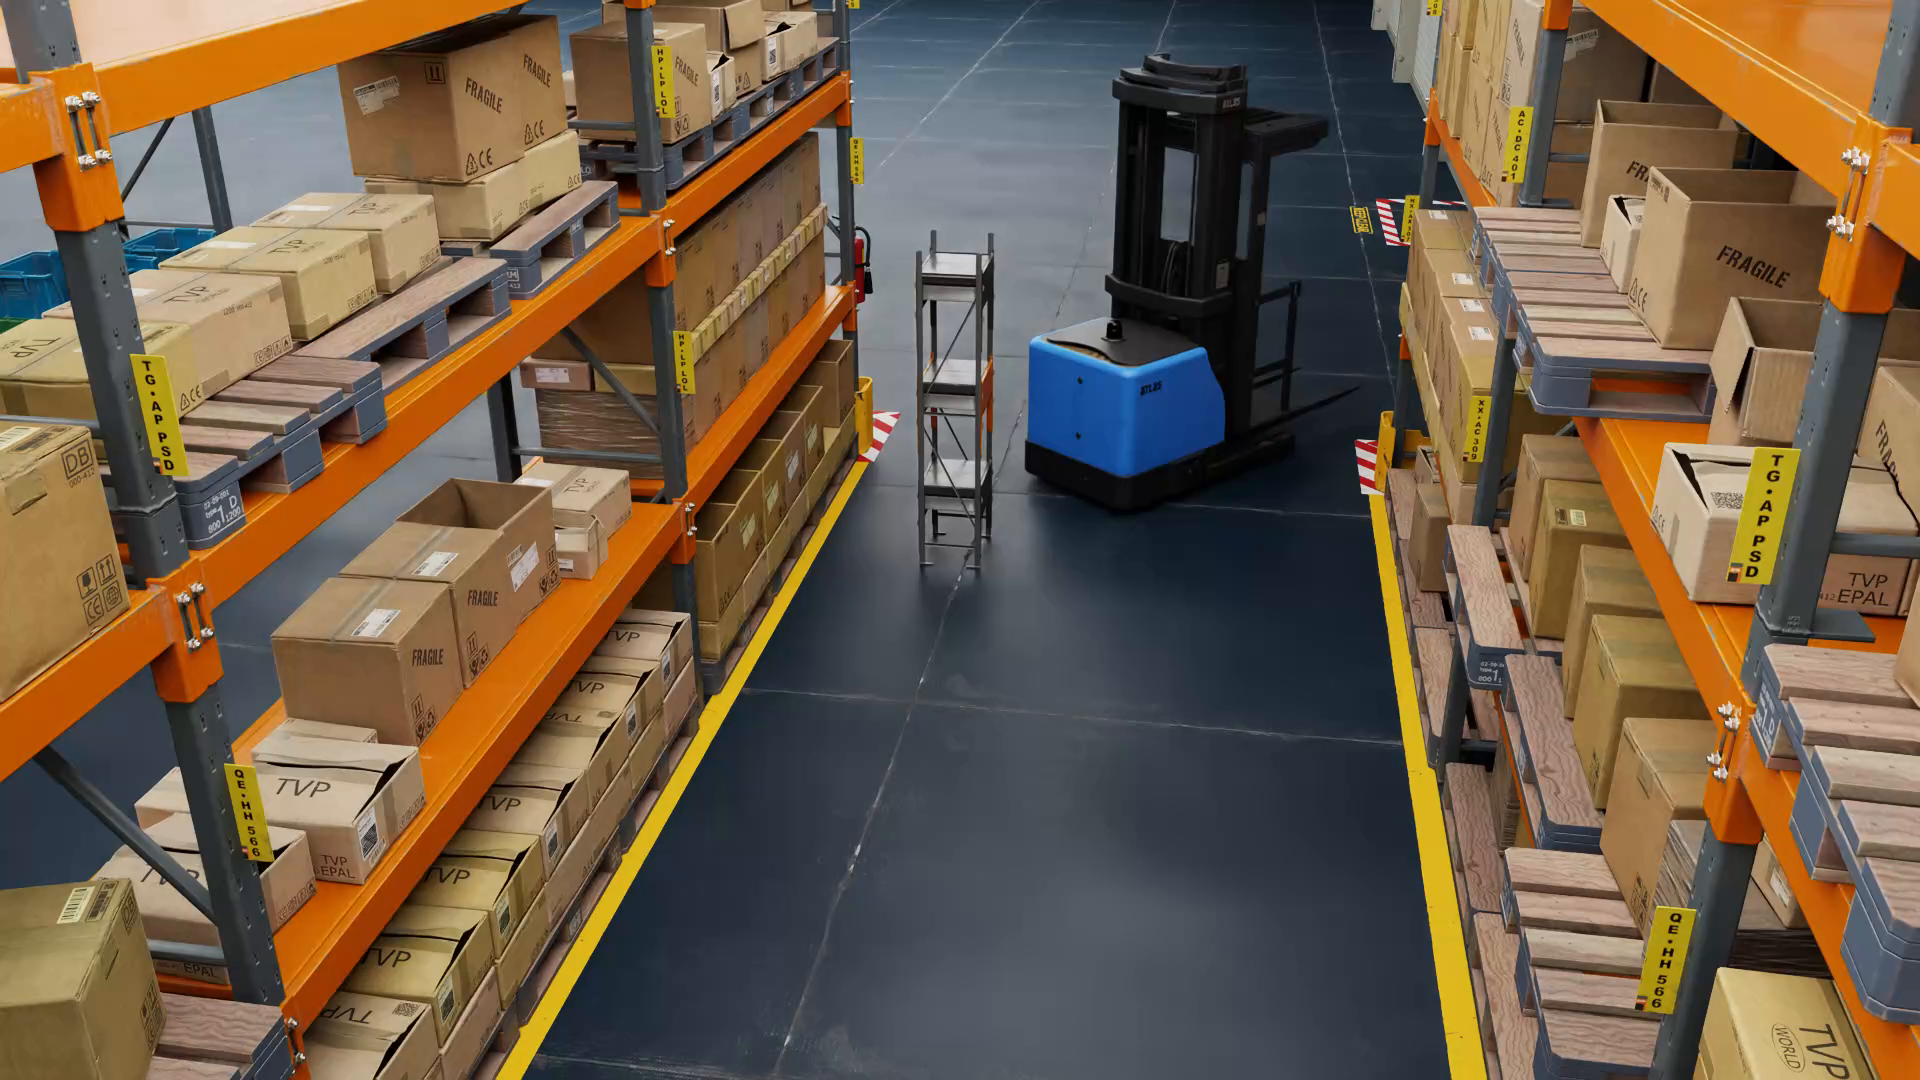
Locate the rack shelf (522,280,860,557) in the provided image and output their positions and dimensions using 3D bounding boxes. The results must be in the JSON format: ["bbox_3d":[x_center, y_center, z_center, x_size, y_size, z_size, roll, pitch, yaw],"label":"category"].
[{"bbox_3d":[-1.596,-0.945,10.579,1.077,0.370,4.000,4,25,9],"label":"rack shelf"}]

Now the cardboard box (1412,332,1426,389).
[{"bbox_3d":[3.066,-1.094,10.202,0.500,0.250,0.500,4,25,8],"label":"cardboard box"}]

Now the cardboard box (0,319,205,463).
[{"bbox_3d":[-2.558,-0.436,4.786,0.500,0.250,0.500,2,25,5],"label":"cardboard box"}]

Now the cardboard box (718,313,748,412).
[{"bbox_3d":[-1.691,-1.096,9.936,0.700,0.500,0.500,4,25,9],"label":"cardboard box"}]

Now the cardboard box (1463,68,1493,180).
[{"bbox_3d":[2.952,-2.179,8.687,0.500,0.500,0.500,3,25,6],"label":"cardboard box"}]

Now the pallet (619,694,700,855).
[{"bbox_3d":[-2.004,1.139,8.567,1.003,0.211,1.213,4,25,9],"label":"pallet"}]

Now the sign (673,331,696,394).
[{"bbox_3d":[-1.386,-0.889,8.339,0.100,0.325,0.005,4,25,9],"label":"sign"}]

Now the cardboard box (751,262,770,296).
[{"bbox_3d":[-1.395,-1.625,10.299,0.380,0.149,0.250,4,25,8],"label":"cardboard box"}]

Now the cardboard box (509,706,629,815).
[{"bbox_3d":[-1.869,0.983,7.699,0.500,0.311,0.500,4,25,8],"label":"cardboard box"}]

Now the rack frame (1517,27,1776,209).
[{"bbox_3d":[2.965,-2.810,6.638,1.000,3.000,0.127,4,25,9],"label":"rack frame"}]

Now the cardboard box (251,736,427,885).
[{"bbox_3d":[-2.239,0.918,5.855,0.500,0.311,0.500,4,25,8],"label":"cardboard box"}]

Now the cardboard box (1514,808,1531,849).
[{"bbox_3d":[2.826,1.369,7.217,0.700,0.500,0.500,4,25,7],"label":"cardboard box"}]

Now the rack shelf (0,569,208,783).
[{"bbox_3d":[-2.903,1.042,2.795,1.077,0.370,4.000,4,25,9],"label":"rack shelf"}]

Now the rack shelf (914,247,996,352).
[{"bbox_3d":[-0.027,-1.503,10.366,0.431,0.518,0.480,4,25,9],"label":"rack shelf"}]

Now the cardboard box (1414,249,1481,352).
[{"bbox_3d":[3.063,-1.446,10.070,0.500,0.500,0.500,3,25,7],"label":"cardboard box"}]

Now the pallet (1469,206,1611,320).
[{"bbox_3d":[2.759,-1.115,6.778,1.213,0.211,1.003,4,25,9],"label":"pallet"}]

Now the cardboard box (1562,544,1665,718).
[{"bbox_3d":[2.673,0.384,6.254,0.700,0.500,0.500,8,26,16],"label":"cardboard box"}]

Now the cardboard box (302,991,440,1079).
[{"bbox_3d":[-2.201,1.841,5.865,0.500,0.311,0.500,5,26,10],"label":"cardboard box"}]

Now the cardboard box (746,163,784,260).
[{"bbox_3d":[-1.529,-2.092,10.534,0.700,0.500,0.500,4,25,9],"label":"cardboard box"}]

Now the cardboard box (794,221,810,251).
[{"bbox_3d":[-1.226,-2.057,11.223,0.380,0.149,0.250,4,25,8],"label":"cardboard box"}]

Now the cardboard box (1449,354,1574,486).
[{"bbox_3d":[2.737,-0.593,8.247,0.500,0.500,0.500,4,25,8],"label":"cardboard box"}]

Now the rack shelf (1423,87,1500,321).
[{"bbox_3d":[3.292,-1.962,9.213,1.077,0.370,4.000,4,25,9],"label":"rack shelf"}]

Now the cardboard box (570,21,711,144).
[{"bbox_3d":[-1.580,-2.284,8.275,0.500,0.500,0.500,6,26,13],"label":"cardboard box"}]

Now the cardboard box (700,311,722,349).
[{"bbox_3d":[-1.565,-1.195,9.382,0.380,0.149,0.250,4,25,8],"label":"cardboard box"}]

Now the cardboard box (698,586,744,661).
[{"bbox_3d":[-1.548,0.448,9.503,0.500,0.250,0.500,4,25,9],"label":"cardboard box"}]

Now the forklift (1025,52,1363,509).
[{"bbox_3d":[1.905,-2.053,12.179,3.031,2.935,1.130,-21,32,-38],"label":"forklift"}]

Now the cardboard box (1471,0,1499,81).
[{"bbox_3d":[2.934,-2.636,8.484,0.500,0.500,0.500,3,25,7],"label":"cardboard box"}]

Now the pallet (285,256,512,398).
[{"bbox_3d":[-2.374,-0.792,6.089,1.003,0.211,1.213,5,26,11],"label":"pallet"}]

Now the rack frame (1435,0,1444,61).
[{"bbox_3d":[3.619,-4.483,10.212,1.000,3.000,0.127,4,25,9],"label":"rack frame"}]

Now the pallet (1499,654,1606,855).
[{"bbox_3d":[2.595,0.836,6.151,1.003,0.211,1.213,4,25,9],"label":"pallet"}]

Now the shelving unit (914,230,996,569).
[{"bbox_3d":[-0.027,-0.882,10.657,0.431,2.100,0.503,4,25,9],"label":"shelving unit"}]

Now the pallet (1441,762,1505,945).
[{"bbox_3d":[2.839,1.496,7.805,1.003,0.211,1.213,4,25,9],"label":"pallet"}]

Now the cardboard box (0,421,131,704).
[{"bbox_3d":[-2.614,0.020,4.014,0.910,0.500,0.500,4,25,9],"label":"cardboard box"}]

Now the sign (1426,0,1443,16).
[{"bbox_3d":[3.084,-3.558,10.743,0.100,0.325,0.005,4,25,9],"label":"sign"}]

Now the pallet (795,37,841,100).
[{"bbox_3d":[-1.410,-3.132,10.969,1.003,0.211,1.213,4,25,9],"label":"pallet"}]

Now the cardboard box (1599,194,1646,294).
[{"bbox_3d":[2.696,-1.120,6.177,0.500,0.311,0.500,5,26,10],"label":"cardboard box"}]

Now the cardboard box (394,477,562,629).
[{"bbox_3d":[-2.150,0.061,7.464,0.500,0.500,0.500,6,26,12],"label":"cardboard box"}]

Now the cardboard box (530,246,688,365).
[{"bbox_3d":[-1.856,-1.253,8.741,0.700,0.500,0.500,4,25,9],"label":"cardboard box"}]

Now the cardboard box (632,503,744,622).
[{"bbox_3d":[-1.538,0.109,9.343,0.500,0.500,0.500,4,25,9],"label":"cardboard box"}]

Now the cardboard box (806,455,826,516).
[{"bbox_3d":[-1.215,-0.388,11.289,0.500,0.250,0.500,4,25,9],"label":"cardboard box"}]

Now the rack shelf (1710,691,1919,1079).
[{"bbox_3d":[1.985,1.384,2.065,1.077,0.370,4.000,4,25,9],"label":"rack shelf"}]

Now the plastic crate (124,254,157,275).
[{"bbox_3d":[-6.053,-1.883,11.911,0.499,0.251,0.408,4,25,9],"label":"plastic crate"}]

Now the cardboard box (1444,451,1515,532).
[{"bbox_3d":[2.744,-0.253,8.405,0.500,0.250,0.500,4,25,9],"label":"cardboard box"}]

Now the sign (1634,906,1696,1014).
[{"bbox_3d":[1.775,1.058,4.179,0.100,0.325,0.005,4,25,9],"label":"sign"}]

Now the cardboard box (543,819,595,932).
[{"bbox_3d":[-1.956,1.452,7.357,0.500,0.250,0.500,5,25,10],"label":"cardboard box"}]

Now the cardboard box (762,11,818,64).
[{"bbox_3d":[-1.197,-3.152,10.423,0.500,0.250,0.500,4,25,9],"label":"cardboard box"}]

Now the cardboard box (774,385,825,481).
[{"bbox_3d":[-1.212,-0.728,11.130,0.500,0.500,0.500,4,25,9],"label":"cardboard box"}]

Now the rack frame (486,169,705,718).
[{"bbox_3d":[-1.923,-0.434,8.640,1.000,3.000,0.127,4,25,9],"label":"rack frame"}]

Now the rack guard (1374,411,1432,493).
[{"bbox_3d":[3.606,-0.602,11.946,1.175,0.500,0.348,4,25,9],"label":"rack guard"}]

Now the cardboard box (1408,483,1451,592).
[{"bbox_3d":[3.155,-0.008,10.158,0.700,0.500,0.500,2,25,5],"label":"cardboard box"}]

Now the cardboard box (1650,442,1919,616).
[{"bbox_3d":[2.163,-0.067,4.398,0.500,0.311,0.500,4,25,9],"label":"cardboard box"}]

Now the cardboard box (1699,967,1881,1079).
[{"bbox_3d":[1.978,1.236,3.695,0.500,0.250,0.500,5,25,10],"label":"cardboard box"}]

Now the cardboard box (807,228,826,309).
[{"bbox_3d":[-1.358,-1.958,11.777,0.700,0.500,0.500,4,25,9],"label":"cardboard box"}]

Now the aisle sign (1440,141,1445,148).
[{"bbox_3d":[3.335,-2.994,11.041,0.394,0.787,0.004,4,25,9],"label":"aisle sign"}]

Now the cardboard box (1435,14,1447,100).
[{"bbox_3d":[3.318,-3.056,10.561,0.500,0.500,0.500,5,25,10],"label":"cardboard box"}]

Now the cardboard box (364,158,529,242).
[{"bbox_3d":[-2.120,-1.428,6.906,0.500,0.250,0.500,2,25,3],"label":"cardboard box"}]

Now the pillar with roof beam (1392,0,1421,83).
[{"bbox_3d":[3.052,-11.957,26.179,9.100,9.000,0.400,4,25,9],"label":"pillar with roof beam"}]
